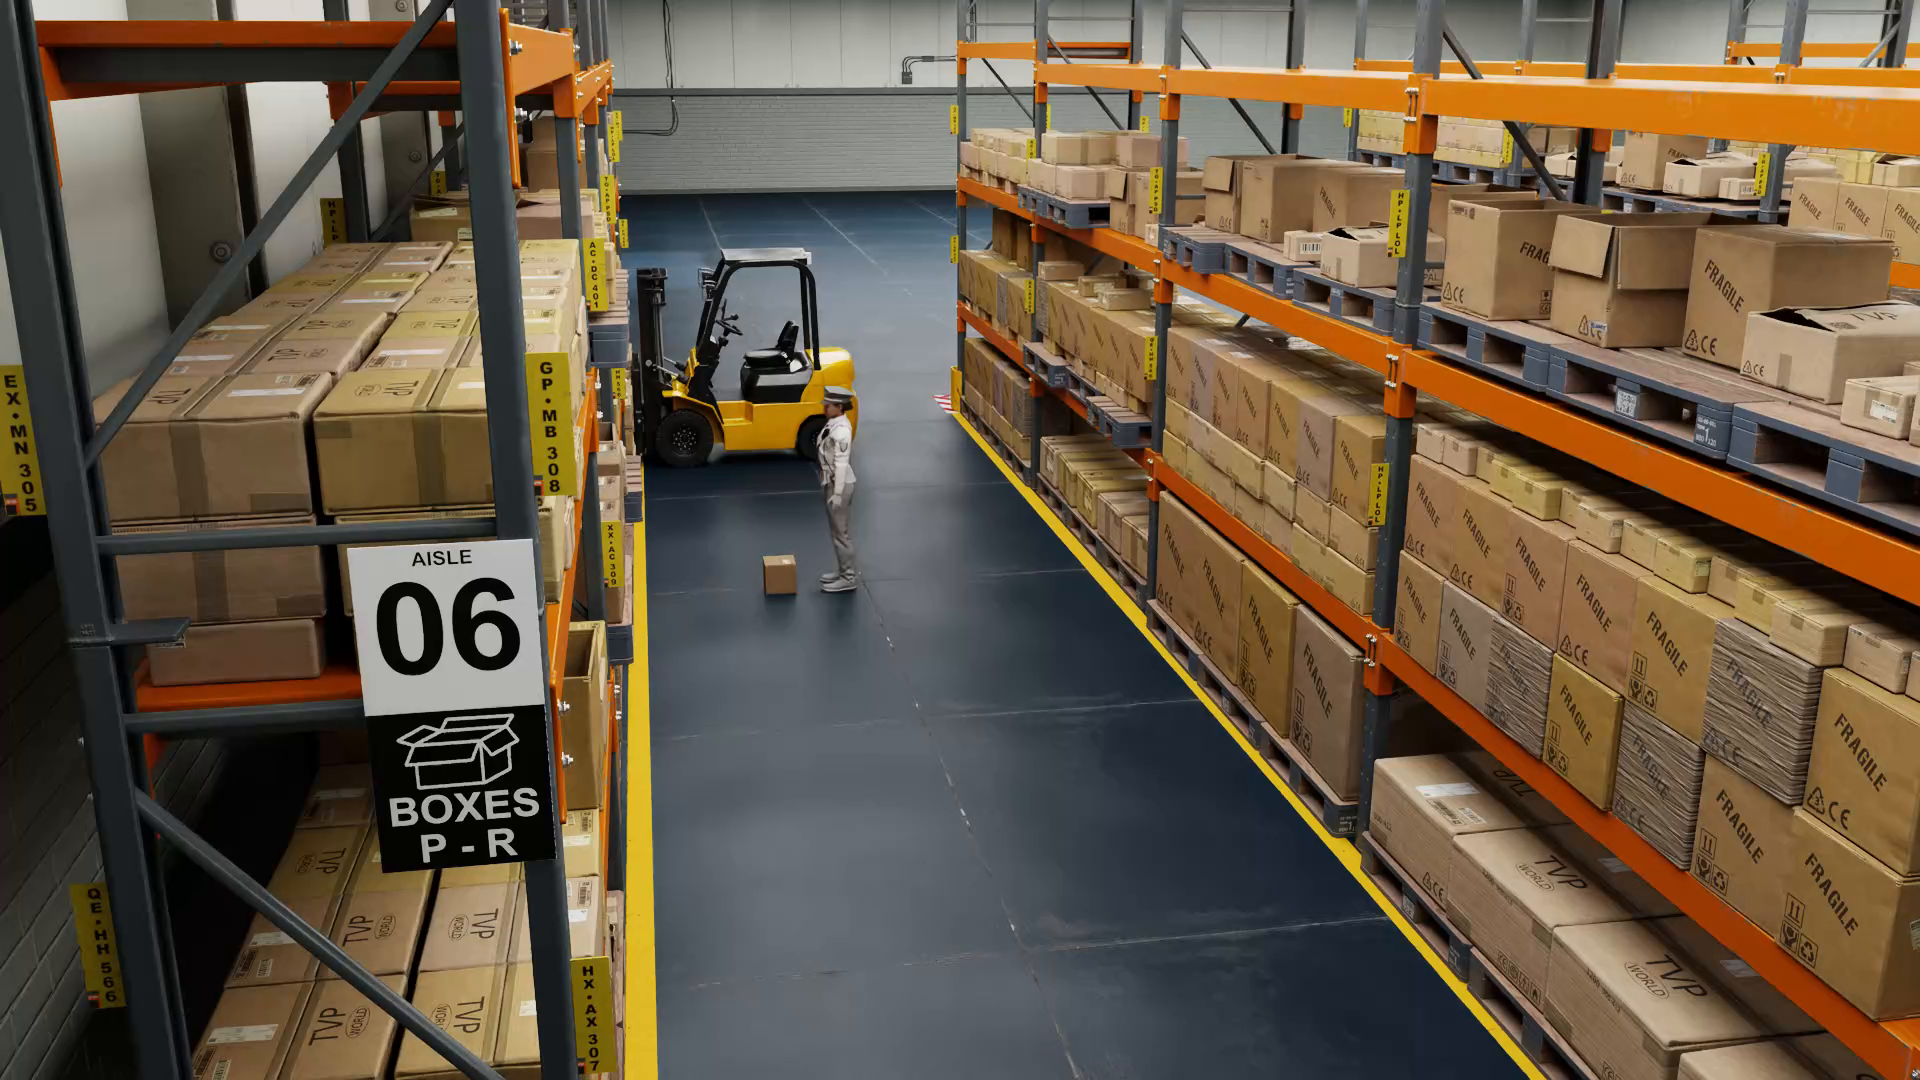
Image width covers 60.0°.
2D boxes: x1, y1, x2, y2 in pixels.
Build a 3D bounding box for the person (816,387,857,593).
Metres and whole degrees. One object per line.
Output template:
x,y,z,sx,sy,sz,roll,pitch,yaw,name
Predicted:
-1.004,-0.419,13.433,0.331,1.675,0.468,-3,17,-9,person
